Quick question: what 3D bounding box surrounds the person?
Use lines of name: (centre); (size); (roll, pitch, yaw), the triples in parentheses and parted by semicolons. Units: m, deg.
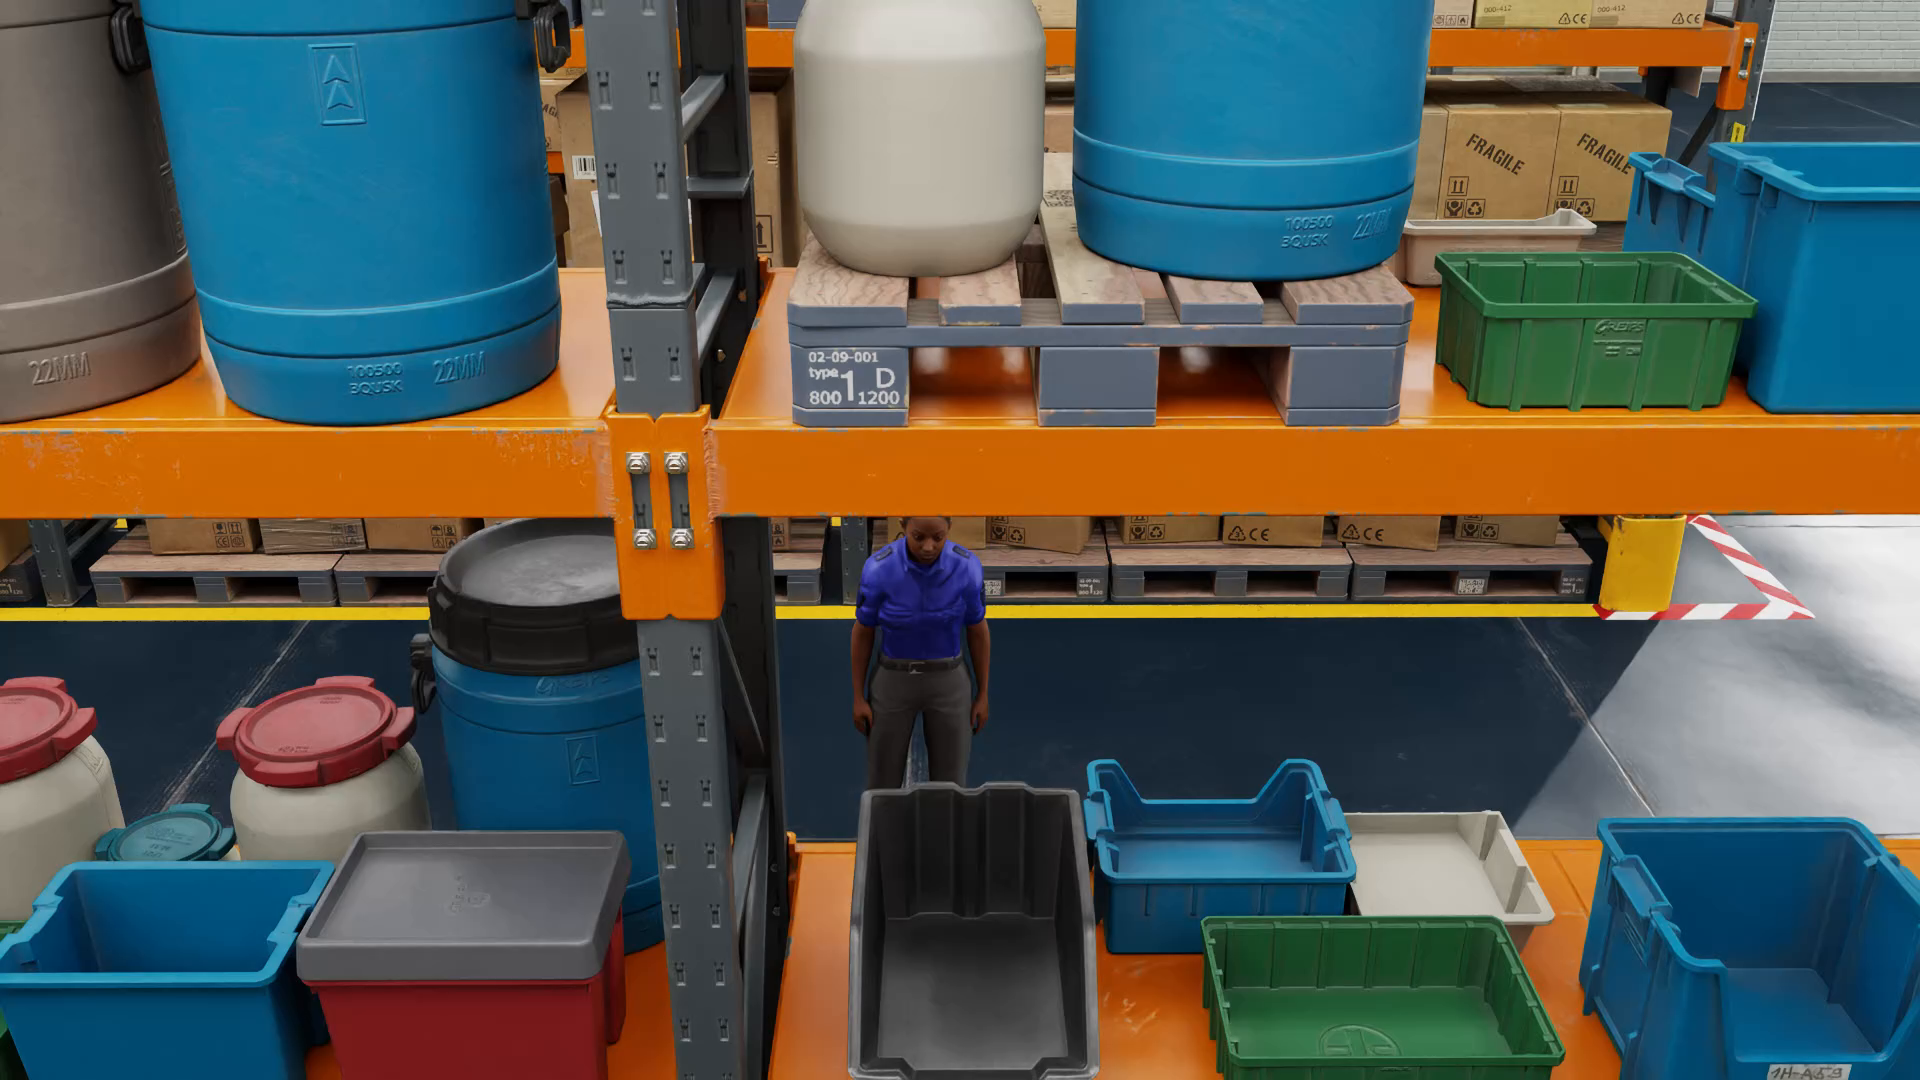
person: (-0.147, 0.566, 5.856); (0.519, 1.653, 0.402); (-1, 24, -3)
